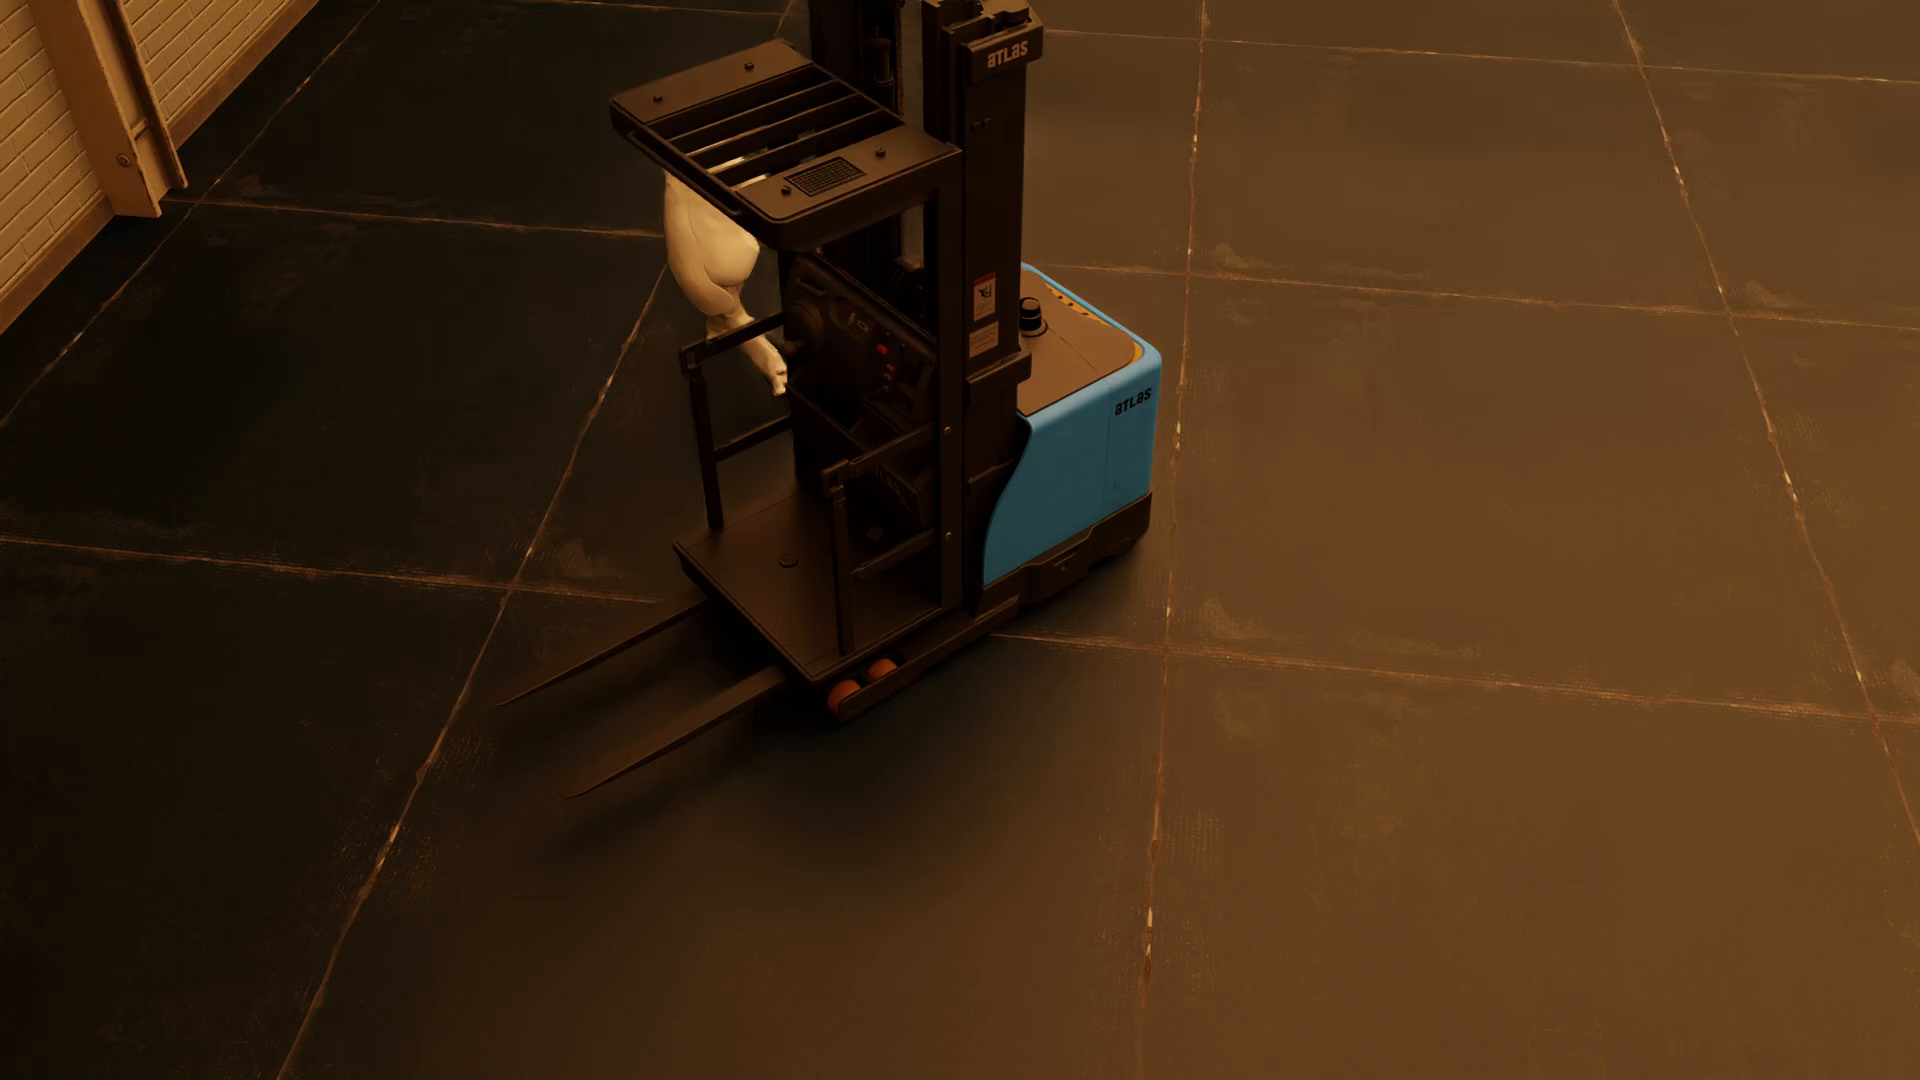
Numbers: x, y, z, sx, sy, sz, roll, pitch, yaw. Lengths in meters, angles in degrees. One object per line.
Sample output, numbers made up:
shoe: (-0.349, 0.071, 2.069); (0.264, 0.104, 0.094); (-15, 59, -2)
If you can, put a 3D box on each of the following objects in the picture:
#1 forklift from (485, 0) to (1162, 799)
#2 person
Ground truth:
forklift: (-0.571, -0.726, 6.515); (3.031, 2.935, 1.130); (-29, 50, -28)
person: (-1.039, -1.581, 8.515); (0.952, 1.568, 1.203); (4, 43, 5)
